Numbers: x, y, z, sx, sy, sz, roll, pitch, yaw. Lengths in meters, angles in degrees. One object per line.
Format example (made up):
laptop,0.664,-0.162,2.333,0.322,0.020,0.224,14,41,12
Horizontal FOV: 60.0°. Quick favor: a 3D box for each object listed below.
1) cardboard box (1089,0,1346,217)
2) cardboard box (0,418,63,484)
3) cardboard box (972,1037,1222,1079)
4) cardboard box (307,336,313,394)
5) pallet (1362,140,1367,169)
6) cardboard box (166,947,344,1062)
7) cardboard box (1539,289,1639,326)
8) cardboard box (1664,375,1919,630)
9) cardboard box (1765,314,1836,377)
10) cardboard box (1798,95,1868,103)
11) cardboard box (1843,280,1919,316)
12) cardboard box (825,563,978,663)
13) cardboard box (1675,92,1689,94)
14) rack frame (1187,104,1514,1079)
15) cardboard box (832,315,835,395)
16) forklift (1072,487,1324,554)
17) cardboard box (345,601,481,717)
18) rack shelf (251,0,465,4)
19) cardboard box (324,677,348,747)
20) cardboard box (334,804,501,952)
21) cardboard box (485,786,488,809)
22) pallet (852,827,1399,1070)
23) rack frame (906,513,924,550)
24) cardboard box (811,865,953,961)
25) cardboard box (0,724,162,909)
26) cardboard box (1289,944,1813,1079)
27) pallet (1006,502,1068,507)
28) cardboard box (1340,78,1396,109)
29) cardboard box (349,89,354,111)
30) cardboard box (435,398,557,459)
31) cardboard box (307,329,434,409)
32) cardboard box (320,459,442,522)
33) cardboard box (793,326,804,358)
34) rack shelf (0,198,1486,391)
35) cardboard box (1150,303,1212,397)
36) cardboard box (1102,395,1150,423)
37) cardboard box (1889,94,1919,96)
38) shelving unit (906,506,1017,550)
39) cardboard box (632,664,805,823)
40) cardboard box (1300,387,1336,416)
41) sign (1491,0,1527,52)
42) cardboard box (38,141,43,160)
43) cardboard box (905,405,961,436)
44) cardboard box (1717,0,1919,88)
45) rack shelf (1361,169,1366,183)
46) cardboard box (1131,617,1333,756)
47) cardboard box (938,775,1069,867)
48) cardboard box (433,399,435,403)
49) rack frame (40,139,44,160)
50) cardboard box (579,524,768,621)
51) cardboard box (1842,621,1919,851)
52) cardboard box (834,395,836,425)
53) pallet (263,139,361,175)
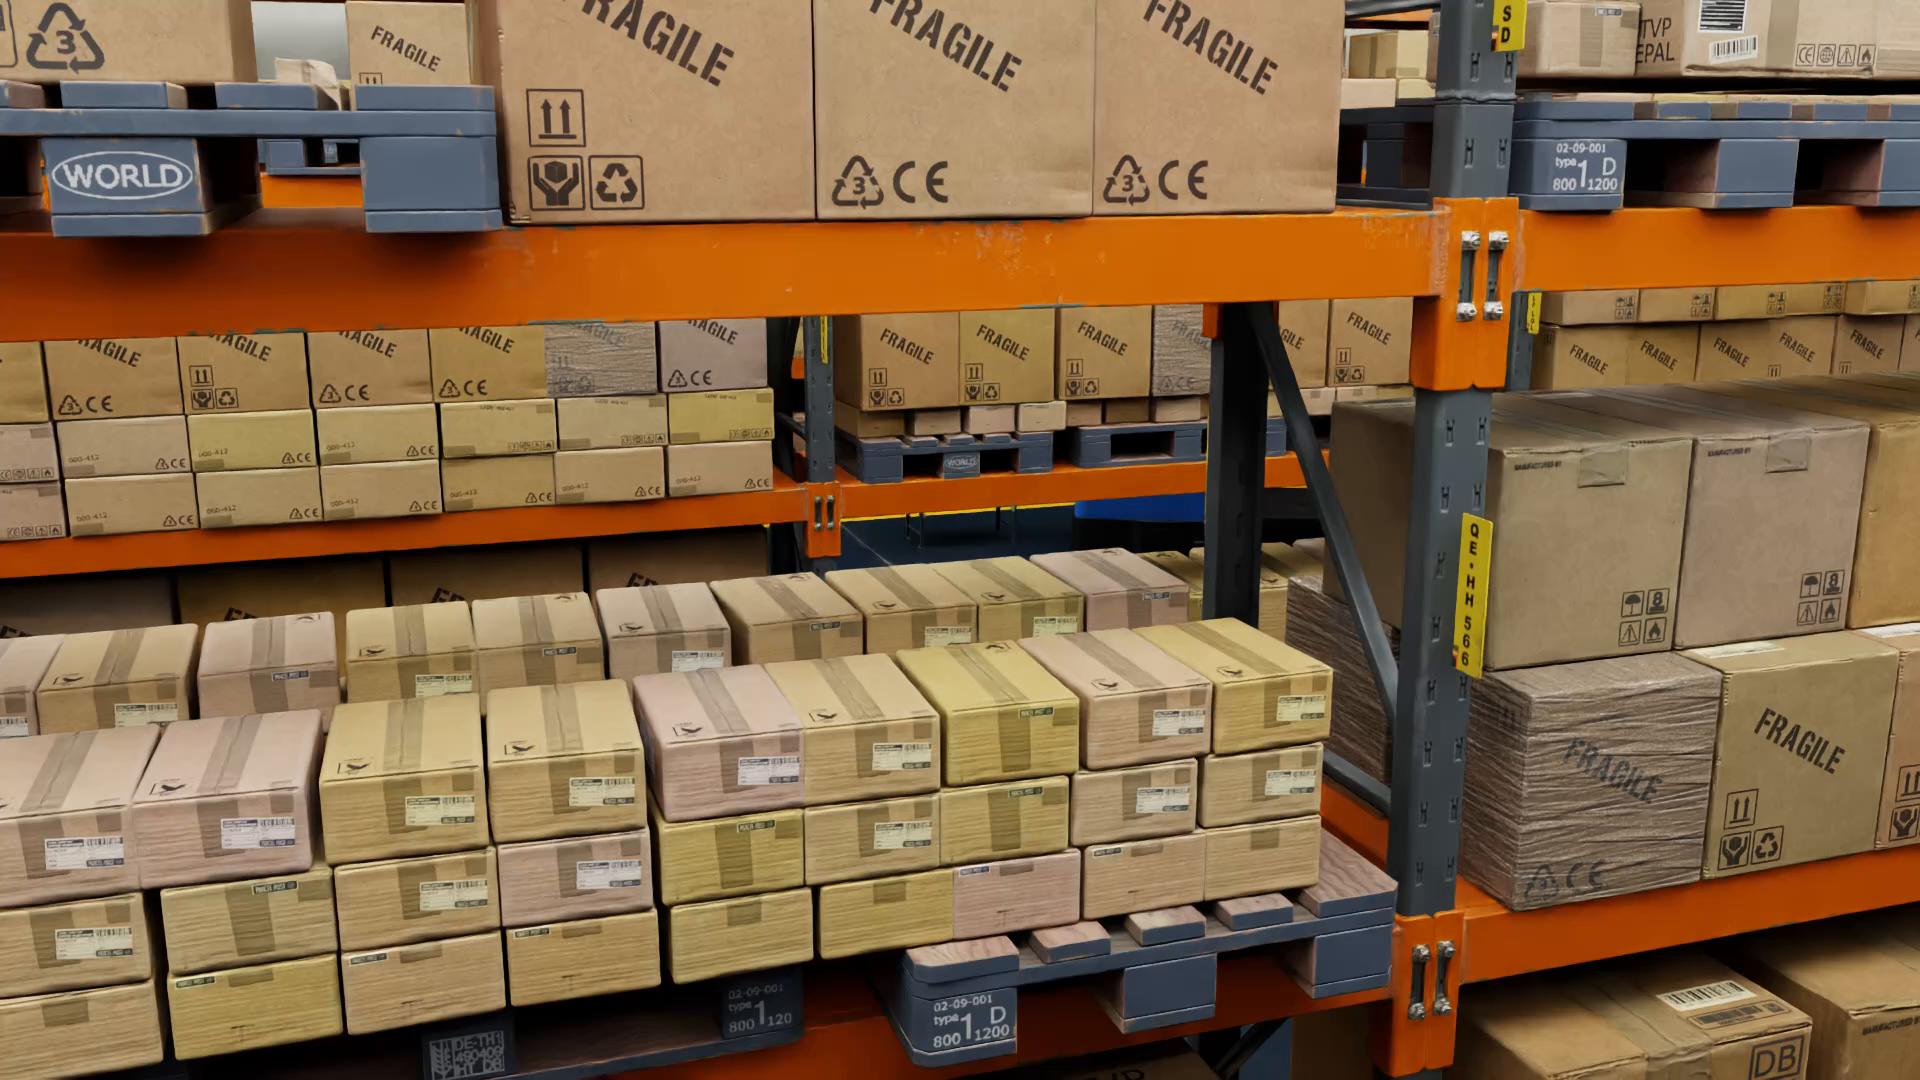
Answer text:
cardboard box,0.389,-0.891,3.209,0.500,0.500,0.500,-4,14,-18
cardboard box,-4.109,-0.405,7.107,0.500,0.250,0.500,-5,14,-20
cardboard box,0.285,1.274,3.679,0.500,0.250,0.500,-5,14,-19
cardboard box,-3.298,-0.960,7.820,0.500,0.500,0.500,-4,14,-16
pallet,2.347,-2.200,9.334,1.003,0.211,1.213,-4,14,-18
cardboard box,-1.186,0.706,2.826,0.250,0.149,0.380,-5,14,-19
cardboard box,3.452,-1.519,9.528,0.500,0.500,0.700,-5,14,-19
cardboard box,2.242,-0.123,4.301,0.500,0.500,0.700,-5,14,-19
cardboard box,4.893,-1.137,10.083,0.500,0.500,0.500,-4,14,-17
cardboard box,4.913,-2.470,9.743,0.500,0.250,0.500,-4,14,-18
cardboard box,5.410,-1.648,10.069,0.500,0.500,0.700,-5,14,-19
cardboard box,-0.138,0.177,3.768,0.250,0.149,0.380,-5,14,-18
cardboard box,3.859,-2.574,9.320,0.250,0.149,0.380,-5,14,-20
rack frame,0.849,0.519,3.979,0.127,3.000,1.000,-4,14,-18
cardboard box,-0.483,-1.051,8.815,0.500,0.500,0.500,-5,14,-20
forklift,2.373,-1.358,12.019,3.031,2.935,1.130,2,13,7
cardboard box,-1.133,0.254,3.443,0.250,0.149,0.380,-5,14,-19
rack shelf,-4.307,-3.874,11.902,4.000,0.370,1.077,-4,14,-18
cardboard box,-1.379,0.417,3.402,0.250,0.149,0.380,-4,14,-18
cardboard box,-0.940,0.543,2.869,0.250,0.149,0.380,-5,14,-19
cardboard box,-1.142,0.543,3.514,0.250,0.149,0.380,-5,14,-20
pallet,0.208,0.688,3.682,1.003,0.211,1.213,-4,14,-18
rack frame,-0.341,-0.703,12.358,0.023,1.500,0.400,-4,14,-18
cardboard box,-0.189,0.629,3.153,0.250,0.149,0.380,-5,14,-19
cardboard box,-1.436,0.437,2.672,0.250,0.149,0.380,-5,14,-19
cardboard box,1.455,1.384,4.297,0.750,0.750,1.050,-5,14,-19
pallet,0.693,-0.523,14.387,1.213,0.211,1.003,-4,14,-18
cardboard box,1.977,-2.334,8.907,0.500,0.250,0.500,-4,14,-17
cardboard box,-2.872,-1.986,7.627,0.250,0.166,0.380,-3,14,-13
cardboard box,-2.167,-0.557,7.746,0.500,0.250,0.500,-5,14,-20
cardboard box,-2.670,-0.888,7.518,0.500,0.500,0.500,-5,14,-19
cardboard box,-2.658,-0.273,7.634,0.500,0.250,0.500,-5,14,-19
cardboard box,-1.435,-1.590,13.168,0.500,0.250,0.500,-5,14,-19
rack shelf,-1.046,-0.443,3.094,4.000,0.370,1.077,-4,14,-18
cardboard box,1.144,-1.055,8.830,0.500,0.500,0.500,-5,14,-20
cardboard box,0.821,-0.728,8.857,0.250,0.149,0.380,-4,14,-16
cardboard box,5.547,-2.728,9.965,0.250,0.149,0.380,-4,14,-18
shelving unit,0.006,-0.730,12.471,0.755,1.500,0.431,-4,14,-18
cardboard box,-0.438,0.359,3.003,0.250,0.149,0.380,-4,14,-18
cardboard box,1.838,-0.776,9.058,0.250,0.149,0.380,-4,14,-18
sign,1.020,-1.073,3.071,0.005,0.325,0.100,-4,14,-18
cardboard box,-6.616,-2.729,11.695,0.250,0.149,0.380,-4,14,-18
cardboard box,-0.179,-0.638,8.478,0.250,0.149,0.380,-5,14,-22
cardboard box,2.080,-1.162,3.766,0.500,0.250,0.500,-4,14,-17
rack shelf,1.070,-1.816,8.868,4.000,0.370,1.077,-4,14,-18
cardboard box,0.531,0.284,3.316,0.250,0.149,0.380,-5,14,-20
cardboard box,0.025,0.469,3.183,0.250,0.149,0.380,-4,14,-17
cardboard box,-2.351,-0.674,8.239,0.500,0.250,0.500,-5,14,-18
rack frame,-6.203,-1.352,11.846,0.127,3.000,1.000,-4,14,-18
cardboard box,-1.506,0.303,8.571,0.875,0.875,0.875,-5,14,-19
cardboard box,2.320,0.421,4.174,0.500,0.500,0.500,-4,14,-18
cardboard box,-0.590,-0.717,8.811,0.250,0.149,0.380,-4,14,-16
pallet,-2.477,-1.784,7.588,1.213,0.211,1.003,-4,14,-15
